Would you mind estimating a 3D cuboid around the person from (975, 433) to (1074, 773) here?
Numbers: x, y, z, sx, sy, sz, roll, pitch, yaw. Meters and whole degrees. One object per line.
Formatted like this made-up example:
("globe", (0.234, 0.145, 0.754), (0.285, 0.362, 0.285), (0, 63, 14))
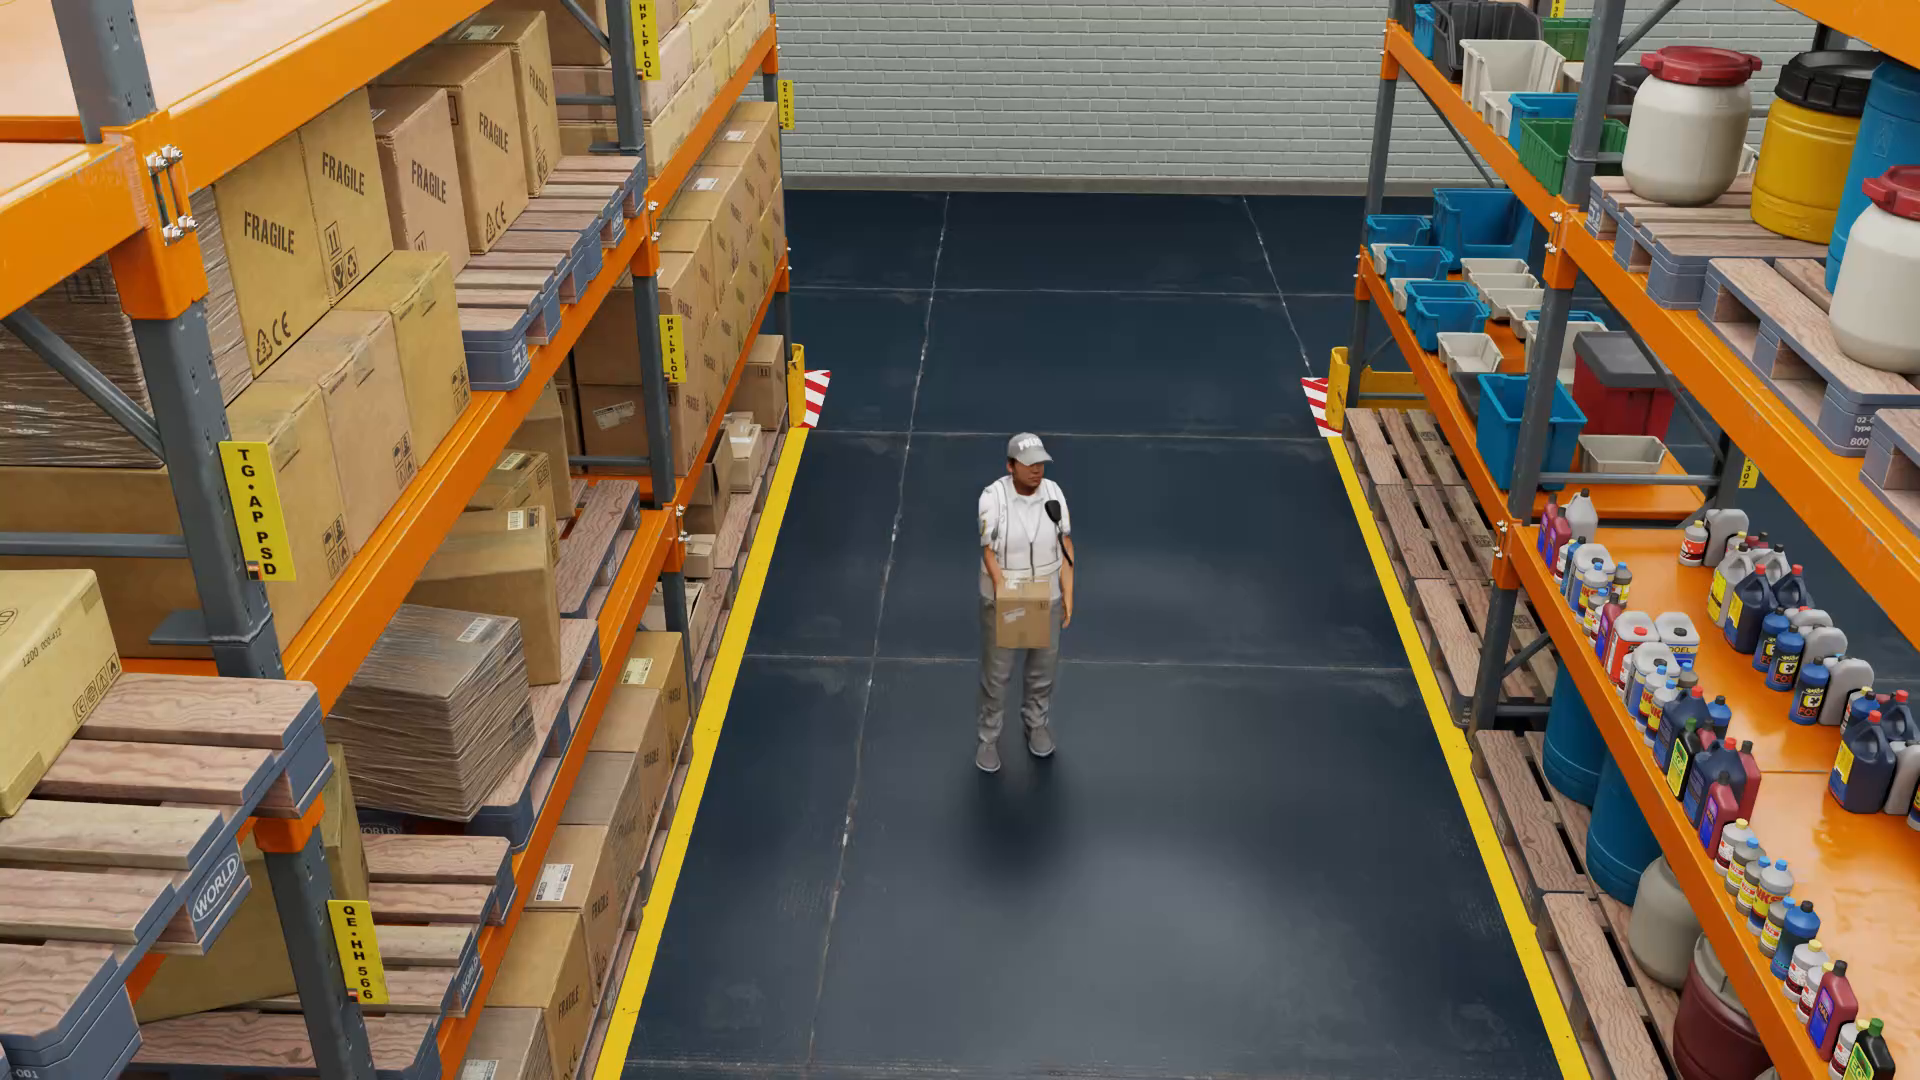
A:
("person", (0.299, 0.303, 8.046), (0.537, 1.670, 0.497), (-9, 29, -17))
